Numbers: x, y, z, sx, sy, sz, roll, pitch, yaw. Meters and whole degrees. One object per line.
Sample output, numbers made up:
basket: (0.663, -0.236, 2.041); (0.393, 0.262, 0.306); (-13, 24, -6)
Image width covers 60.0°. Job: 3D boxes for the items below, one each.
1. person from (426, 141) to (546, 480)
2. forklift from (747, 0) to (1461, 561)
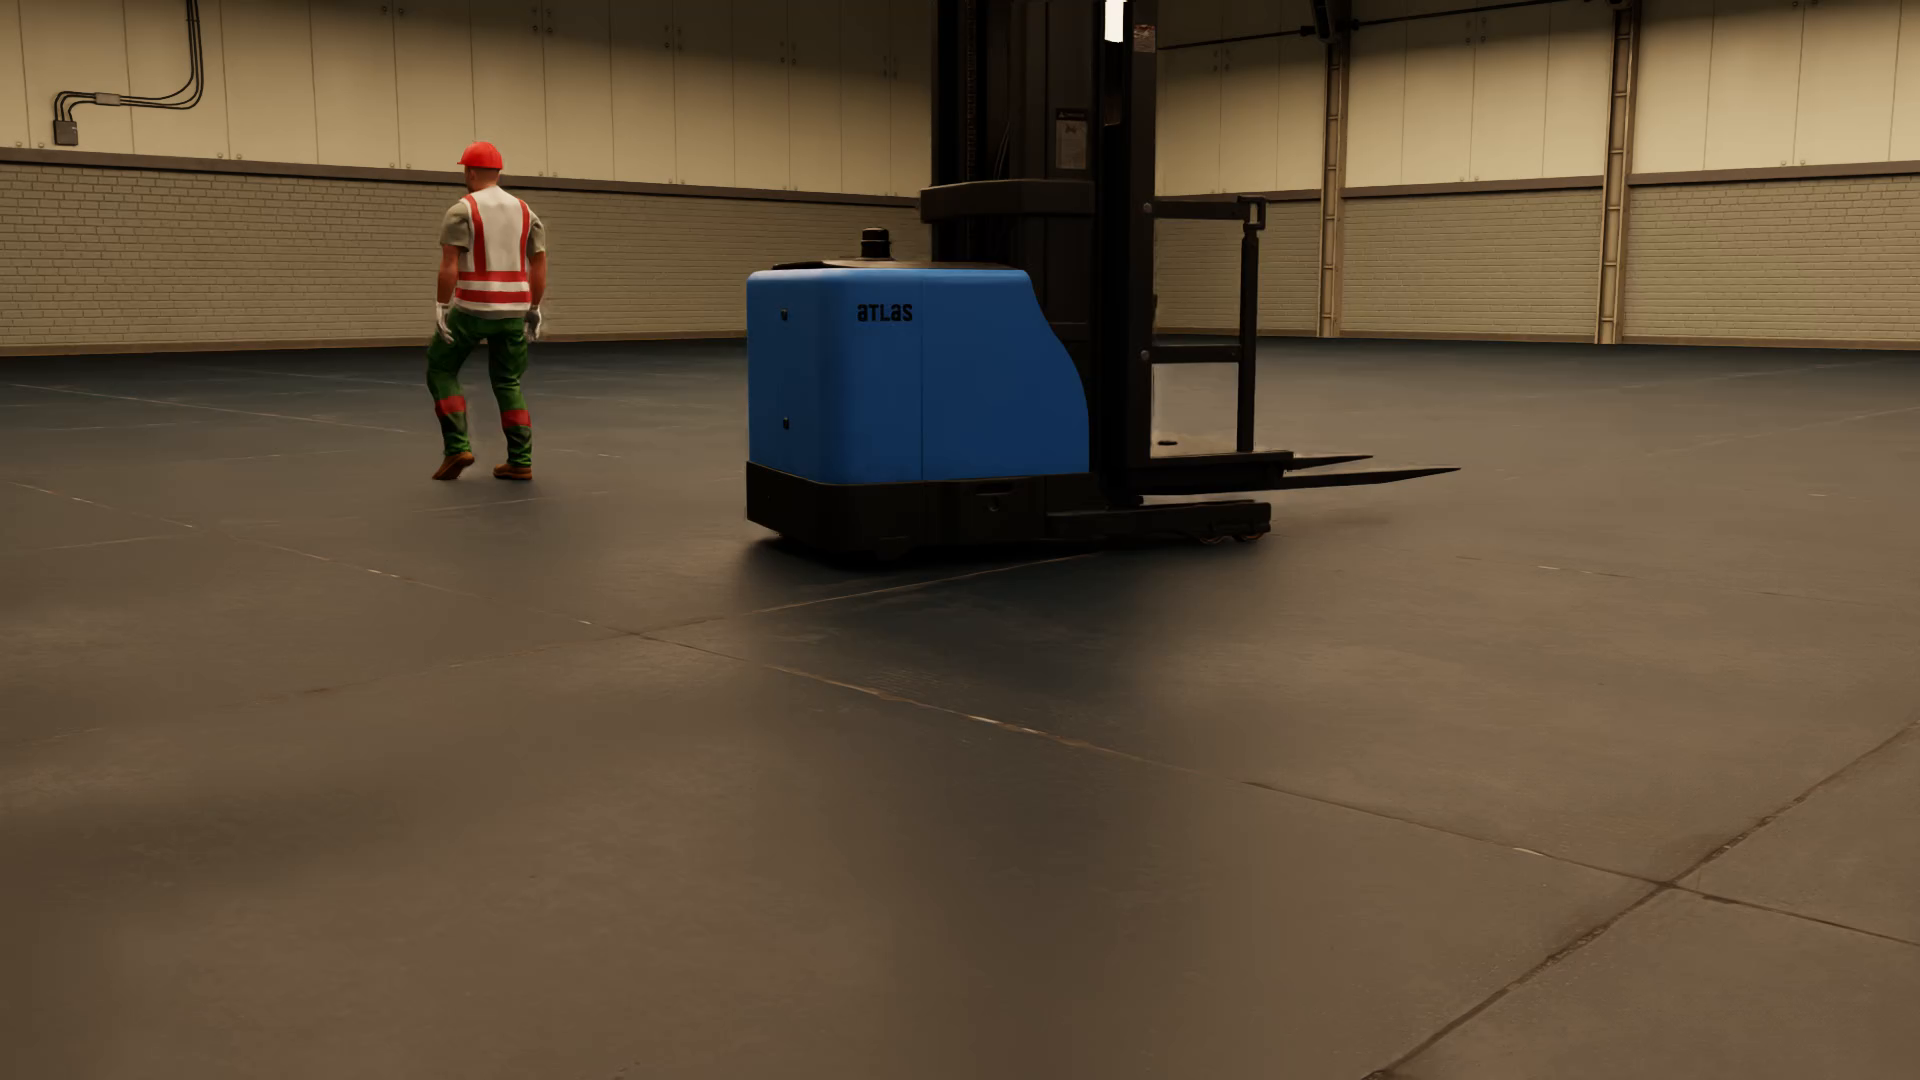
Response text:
person: (-2.527, -1.192, 8.826); (0.486, 1.801, 0.658); (8, 12, 42)
forklift: (0.693, -1.496, 6.809); (3.031, 2.935, 1.130); (-4, 9, -24)
